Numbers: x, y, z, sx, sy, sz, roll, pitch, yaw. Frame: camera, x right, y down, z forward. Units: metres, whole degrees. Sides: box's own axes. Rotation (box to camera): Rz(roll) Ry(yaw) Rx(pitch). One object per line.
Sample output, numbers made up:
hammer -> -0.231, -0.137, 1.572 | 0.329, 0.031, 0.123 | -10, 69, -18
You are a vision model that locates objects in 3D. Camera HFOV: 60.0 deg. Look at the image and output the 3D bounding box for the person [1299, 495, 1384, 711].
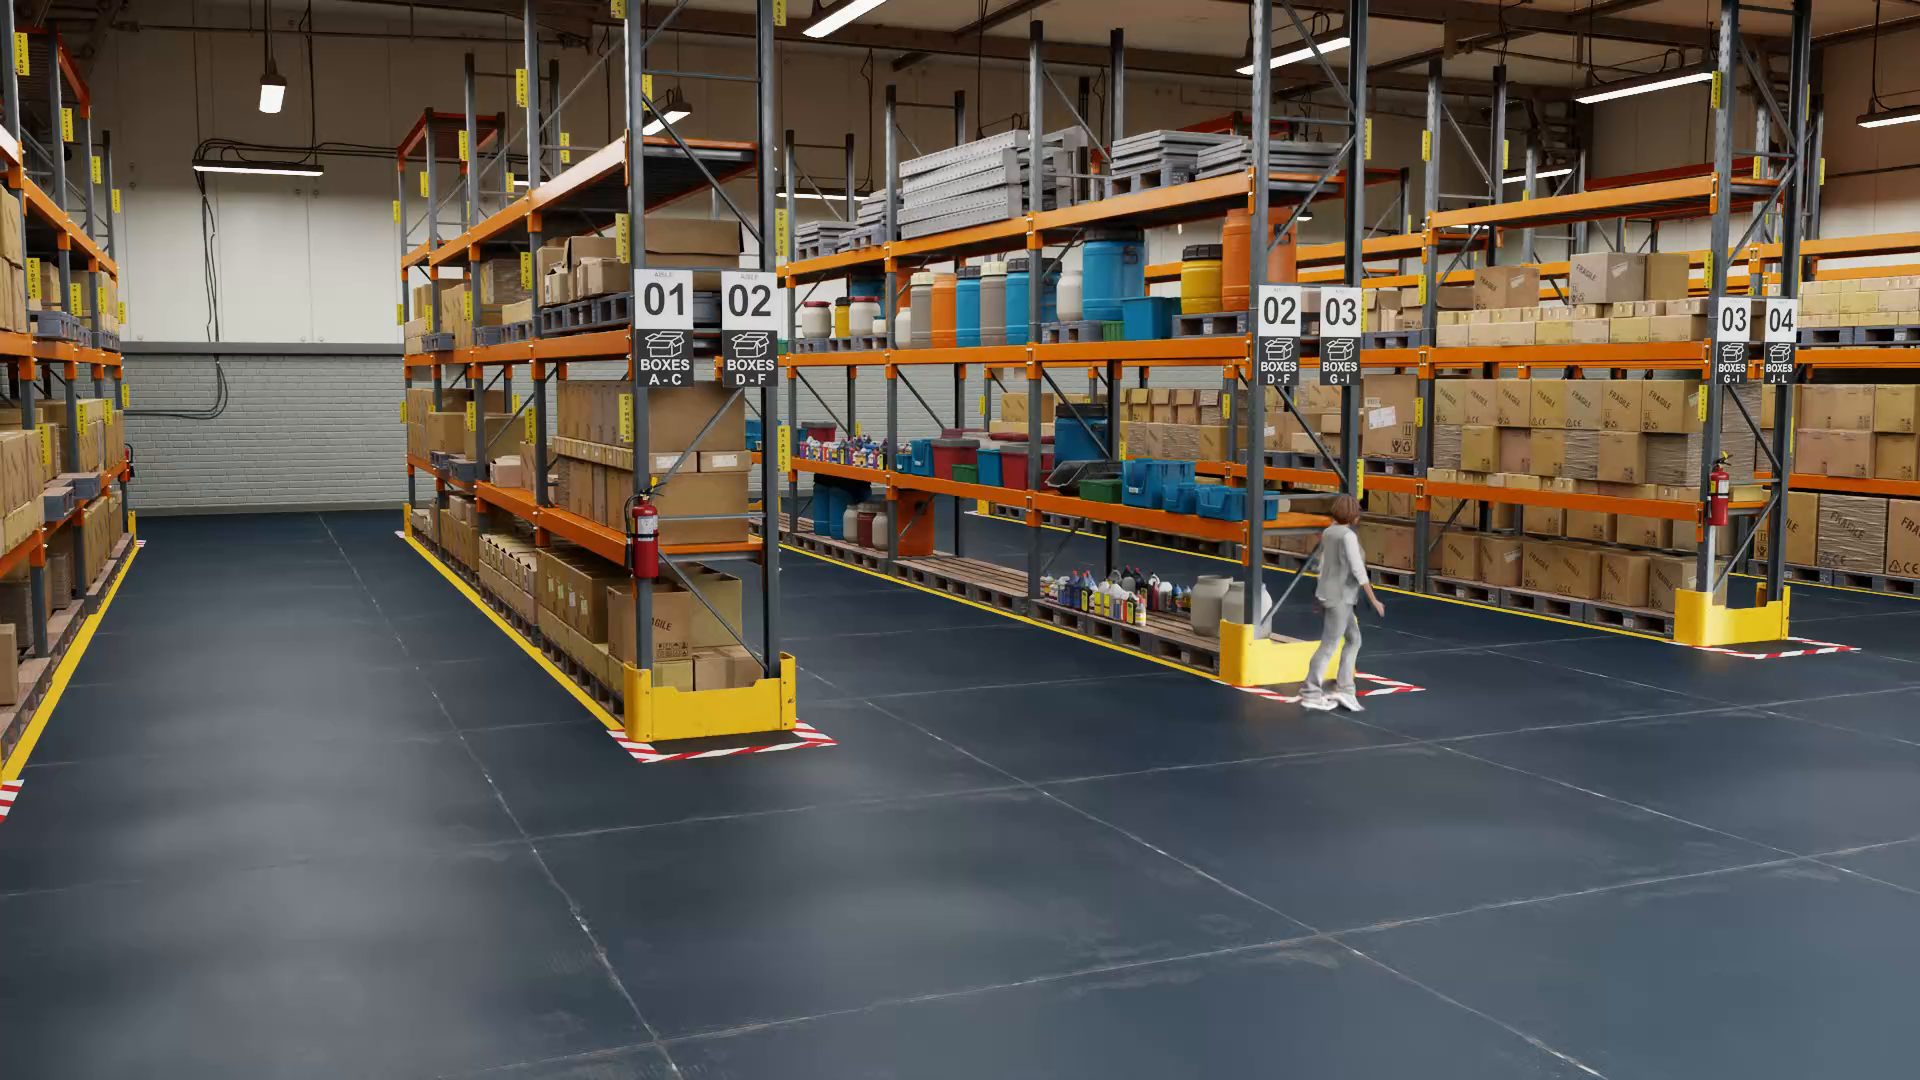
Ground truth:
person -> 2.773, 0.495, 12.282 | 0.580, 1.644, 0.517 | -1, 6, -11
